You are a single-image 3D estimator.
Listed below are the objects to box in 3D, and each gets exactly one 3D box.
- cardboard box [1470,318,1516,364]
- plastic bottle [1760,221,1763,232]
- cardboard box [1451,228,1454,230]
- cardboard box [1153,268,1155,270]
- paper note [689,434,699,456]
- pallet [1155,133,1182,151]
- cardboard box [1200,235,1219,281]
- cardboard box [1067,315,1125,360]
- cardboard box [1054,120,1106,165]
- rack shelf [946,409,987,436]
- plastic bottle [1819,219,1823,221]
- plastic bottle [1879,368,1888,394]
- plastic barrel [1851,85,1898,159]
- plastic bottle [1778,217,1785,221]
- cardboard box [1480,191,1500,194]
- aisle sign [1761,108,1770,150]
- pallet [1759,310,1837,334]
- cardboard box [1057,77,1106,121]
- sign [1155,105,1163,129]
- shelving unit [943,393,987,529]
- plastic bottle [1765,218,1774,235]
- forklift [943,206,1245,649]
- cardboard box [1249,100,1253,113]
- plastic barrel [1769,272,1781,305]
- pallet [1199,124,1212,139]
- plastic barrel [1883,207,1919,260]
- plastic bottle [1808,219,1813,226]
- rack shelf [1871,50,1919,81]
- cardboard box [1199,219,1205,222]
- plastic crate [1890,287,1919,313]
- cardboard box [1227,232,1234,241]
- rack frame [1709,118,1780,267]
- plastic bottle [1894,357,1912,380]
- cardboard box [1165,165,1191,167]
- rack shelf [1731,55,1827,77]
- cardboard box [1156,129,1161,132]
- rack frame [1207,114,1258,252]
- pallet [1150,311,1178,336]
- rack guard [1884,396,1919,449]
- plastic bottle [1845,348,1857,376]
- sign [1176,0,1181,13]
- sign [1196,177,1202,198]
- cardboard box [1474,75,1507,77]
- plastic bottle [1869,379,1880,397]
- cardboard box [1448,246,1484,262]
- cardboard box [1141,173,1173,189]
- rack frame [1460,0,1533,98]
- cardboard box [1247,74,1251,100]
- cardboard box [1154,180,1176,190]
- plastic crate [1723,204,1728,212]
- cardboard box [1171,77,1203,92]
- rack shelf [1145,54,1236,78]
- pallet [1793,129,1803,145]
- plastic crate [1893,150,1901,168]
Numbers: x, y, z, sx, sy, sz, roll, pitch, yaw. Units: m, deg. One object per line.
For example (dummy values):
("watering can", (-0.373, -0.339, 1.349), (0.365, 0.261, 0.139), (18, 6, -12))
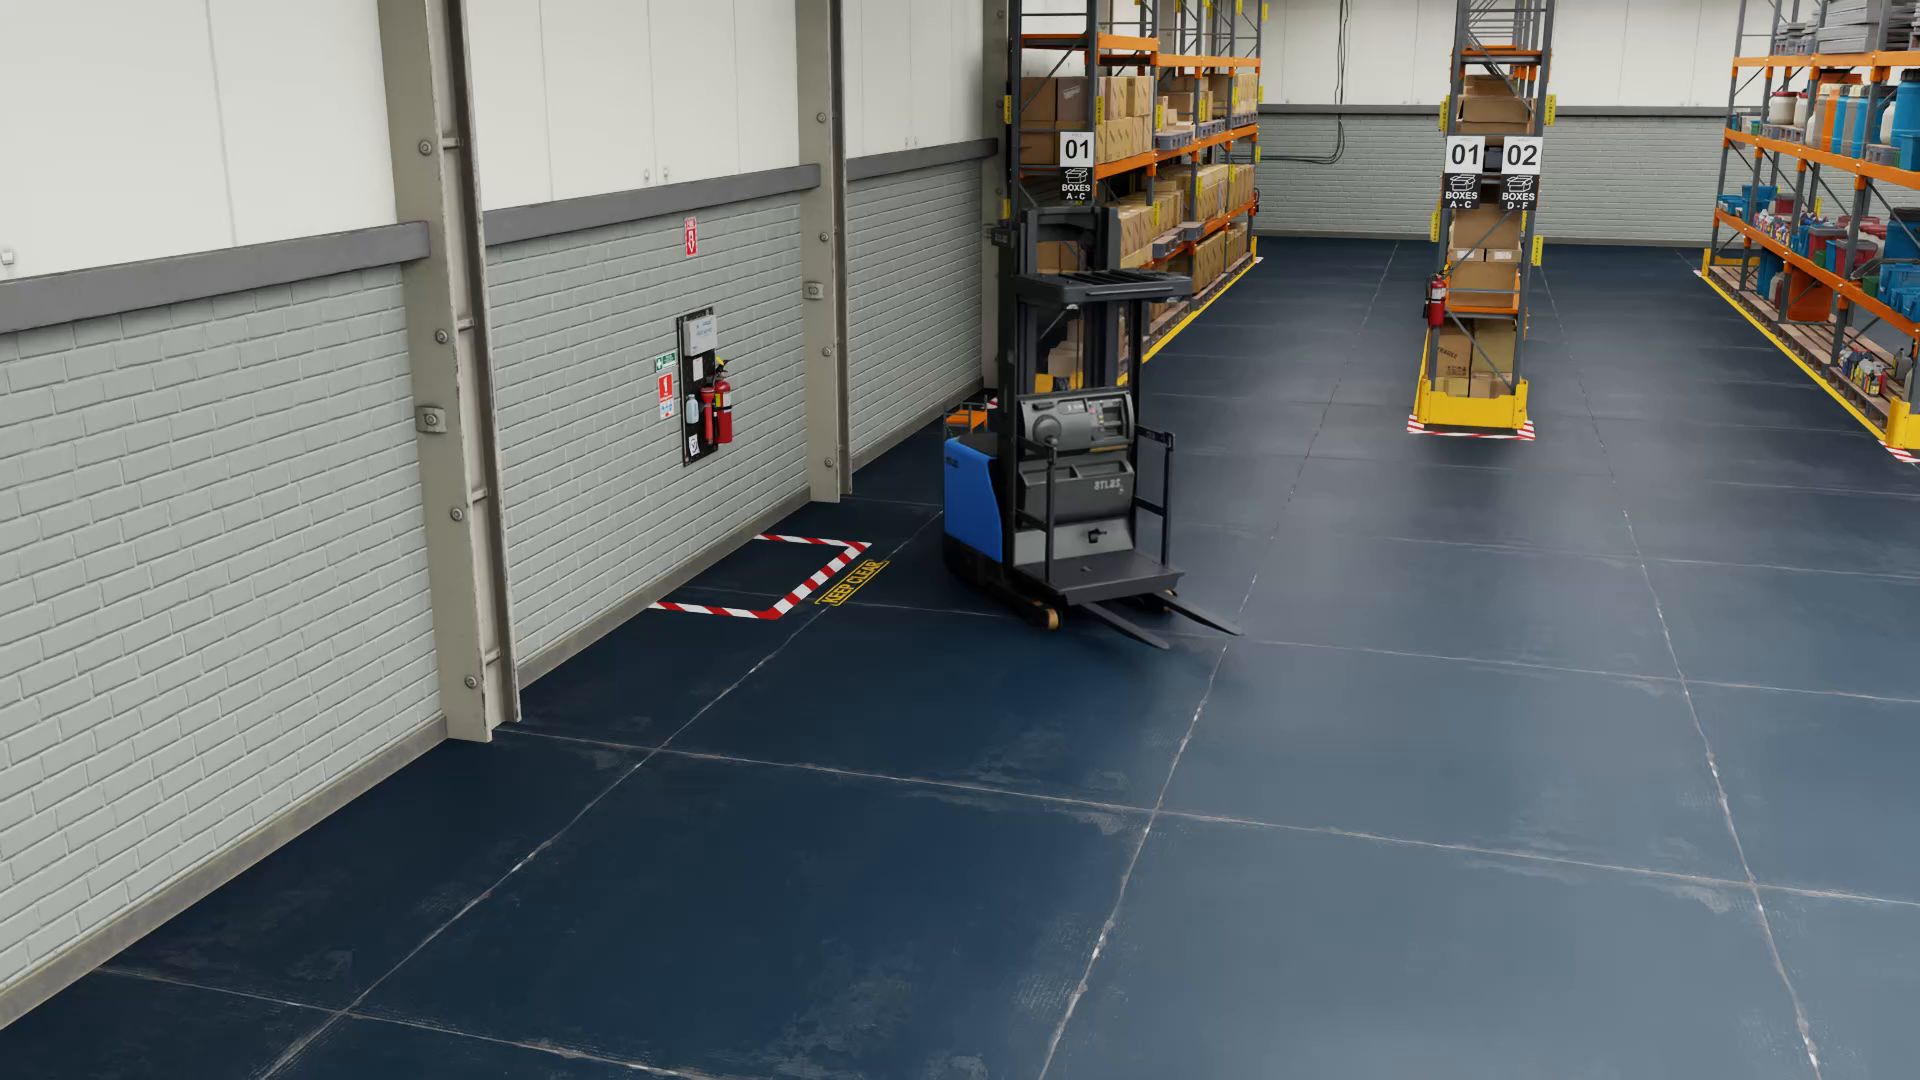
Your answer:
("cardboard box", (6.487, -2.418, 20.251), (0.500, 0.500, 0.500), (5, 16, 16))
("plastic bottle", (13.322, -5.210, 27.563), (0.097, 0.201, 0.097), (0, 16, 0))
("cardboard box", (6.437, -3.876, 21.125), (0.380, 0.149, 0.250), (4, 16, 14))
("cardboard box", (2.697, -4.037, 25.466), (0.500, 0.250, 0.500), (4, 16, 14))
("paper note", (-2.090, -0.747, 13.080), (0.016, 0.148, 0.142), (5, 16, 16))
("pallet", (2.515, -5.727, 23.872), (1.213, 0.211, 1.003), (5, 16, 16))
("cardboard box", (4.201, -5.069, 29.875), (0.750, 0.750, 0.750), (5, 17, 18))
("cardboard box", (1.802, -2.695, 22.109), (0.700, 0.500, 0.500), (4, 16, 12))
("cardboard box", (1.436, -4.744, 19.840), (0.500, 0.500, 0.500), (5, 17, 17))
("rack shelf", (0.047, -0.999, 14.211), (0.258, 0.148, 0.480), (5, 16, 16))
("plastic bottle", (13.856, -5.035, 26.811), (0.152, 0.276, 0.135), (5, 16, 16))
("plastic bottle", (10.901, -1.882, 19.638), (0.061, 0.283, 0.133), (5, 16, 16))
("plastic barrel", (11.673, -5.287, 21.057), (0.600, 0.901, 0.708), (5, 16, 16))
("plastic bottle", (13.395, -5.141, 27.184), (0.152, 0.276, 0.135), (5, 16, 16))
("cardboard box", (6.440, -4.000, 20.374), (0.700, 0.500, 0.500), (5, 16, 16))
("aisle sign", (15.448, -7.839, 31.707), (0.394, 0.787, 0.004), (5, 16, 16))
("pallet", (13.057, -3.368, 25.815), (1.003, 0.211, 1.213), (5, 16, 16))
("cardboard box", (1.443, -5.239, 19.753), (0.500, 0.500, 0.500), (3, 16, 12))
("sign", (2.760, -5.873, 23.094), (0.100, 0.325, 0.005), (5, 16, 16))
("shelving unit", (0.047, -0.621, 14.318), (0.258, 1.200, 0.503), (5, 16, 16))
("plastic bottle", (13.184, -5.092, 27.012), (0.152, 0.276, 0.135), (5, 16, 16))
("forklift", (0.965, -0.889, 12.092), (1.130, 2.935, 3.031), (-8, 18, -25))
("cardboard box", (5.547, -8.633, 33.096), (0.500, 0.250, 0.500), (4, 16, 14))
("plastic barrel", (13.391, -4.084, 27.021), (0.421, 0.512, 0.421), (0, 16, 0))
("pallet", (3.506, -6.793, 27.630), (1.213, 0.211, 1.003), (5, 17, 18))
("plastic barrel", (12.136, -3.772, 21.212), (0.600, 0.901, 0.708), (5, 16, 16))
("plastic bottle", (13.731, -5.037, 26.828), (0.097, 0.271, 0.097), (0, 16, 0))
("rack shelf", (11.168, -5.278, 18.496), (1.077, 0.370, 4.000), (5, 16, 16))
("cardboard box", (3.927, -5.353, 28.129), (0.380, 0.149, 0.250), (5, 17, 18))
("plastic crate", (10.645, -2.659, 18.478), (0.499, 0.251, 0.408), (5, 16, 16))
("cardboard box", (5.094, -5.889, 32.217), (0.380, 0.149, 0.250), (5, 17, 18))
("rack frame", (15.146, -6.593, 32.075), (1.000, 3.000, 0.127), (5, 16, 16))
("plastic bottle", (11.626, -2.118, 20.486), (0.152, 0.276, 0.135), (5, 16, 16))
("cardboard box", (3.988, -6.638, 30.098), (0.500, 0.250, 0.500), (5, 17, 17))
("rack shelf", (14.578, -8.417, 29.565), (1.077, 0.370, 4.000), (5, 16, 16))
("cardboard box", (2.645, -6.122, 24.311), (0.500, 0.311, 0.500), (5, 17, 18))
("rack frame", (5.648, -7.361, 34.784), (1.000, 3.000, 0.127), (5, 16, 16))
("pallet", (2.802, -3.404, 25.943), (1.003, 0.211, 1.213), (5, 16, 16))
("rack guard", (10.576, -1.228, 17.741), (1.175, 0.500, 0.348), (5, 16, 16))
("plastic bottle", (11.109, -2.211, 20.677), (0.144, 0.351, 0.185), (5, 17, 17))
("sign", (3.986, -9.776, 30.301), (0.100, 0.325, 0.005), (5, 16, 16))
("sign", (3.897, -5.747, 27.118), (0.100, 0.325, 0.005), (5, 16, 16))
("cardboard box", (8.545, -7.237, 26.836), (0.500, 0.500, 0.500), (5, 16, 16))
("plastic bottle", (10.701, -1.787, 19.453), (0.097, 0.201, 0.097), (0, 16, 0))
("cardboard box", (5.777, -3.267, 18.977), (0.380, 0.149, 0.250), (4, 16, 15))
("cardboard box", (3.255, -5.968, 27.735), (0.500, 0.250, 0.500), (5, 17, 17))
("rack frame", (8.125, -7.771, 25.235), (1.000, 3.000, 0.127), (5, 16, 16))
("cardboard box", (5.408, -8.863, 32.530), (0.500, 0.500, 0.500), (4, 16, 13))
("cardboard box", (3.305, -5.747, 26.916), (0.380, 0.149, 0.250), (2, 16, 9))
("plastic crate", (14.397, -6.201, 31.066), (0.250, 0.136, 0.298), (5, 16, 16))
("cardboard box", (3.993, -8.012, 29.220), (0.500, 0.250, 0.500), (4, 16, 14))
("rack shelf", (3.943, -8.139, 28.584), (1.077, 0.370, 4.000), (5, 16, 16))
("pallet", (13.184, -6.044, 24.992), (1.003, 0.211, 1.213), (5, 16, 16))
("plastic crate", (11.027, -4.403, 19.245), (0.336, 0.188, 0.450), (5, 16, 16))
